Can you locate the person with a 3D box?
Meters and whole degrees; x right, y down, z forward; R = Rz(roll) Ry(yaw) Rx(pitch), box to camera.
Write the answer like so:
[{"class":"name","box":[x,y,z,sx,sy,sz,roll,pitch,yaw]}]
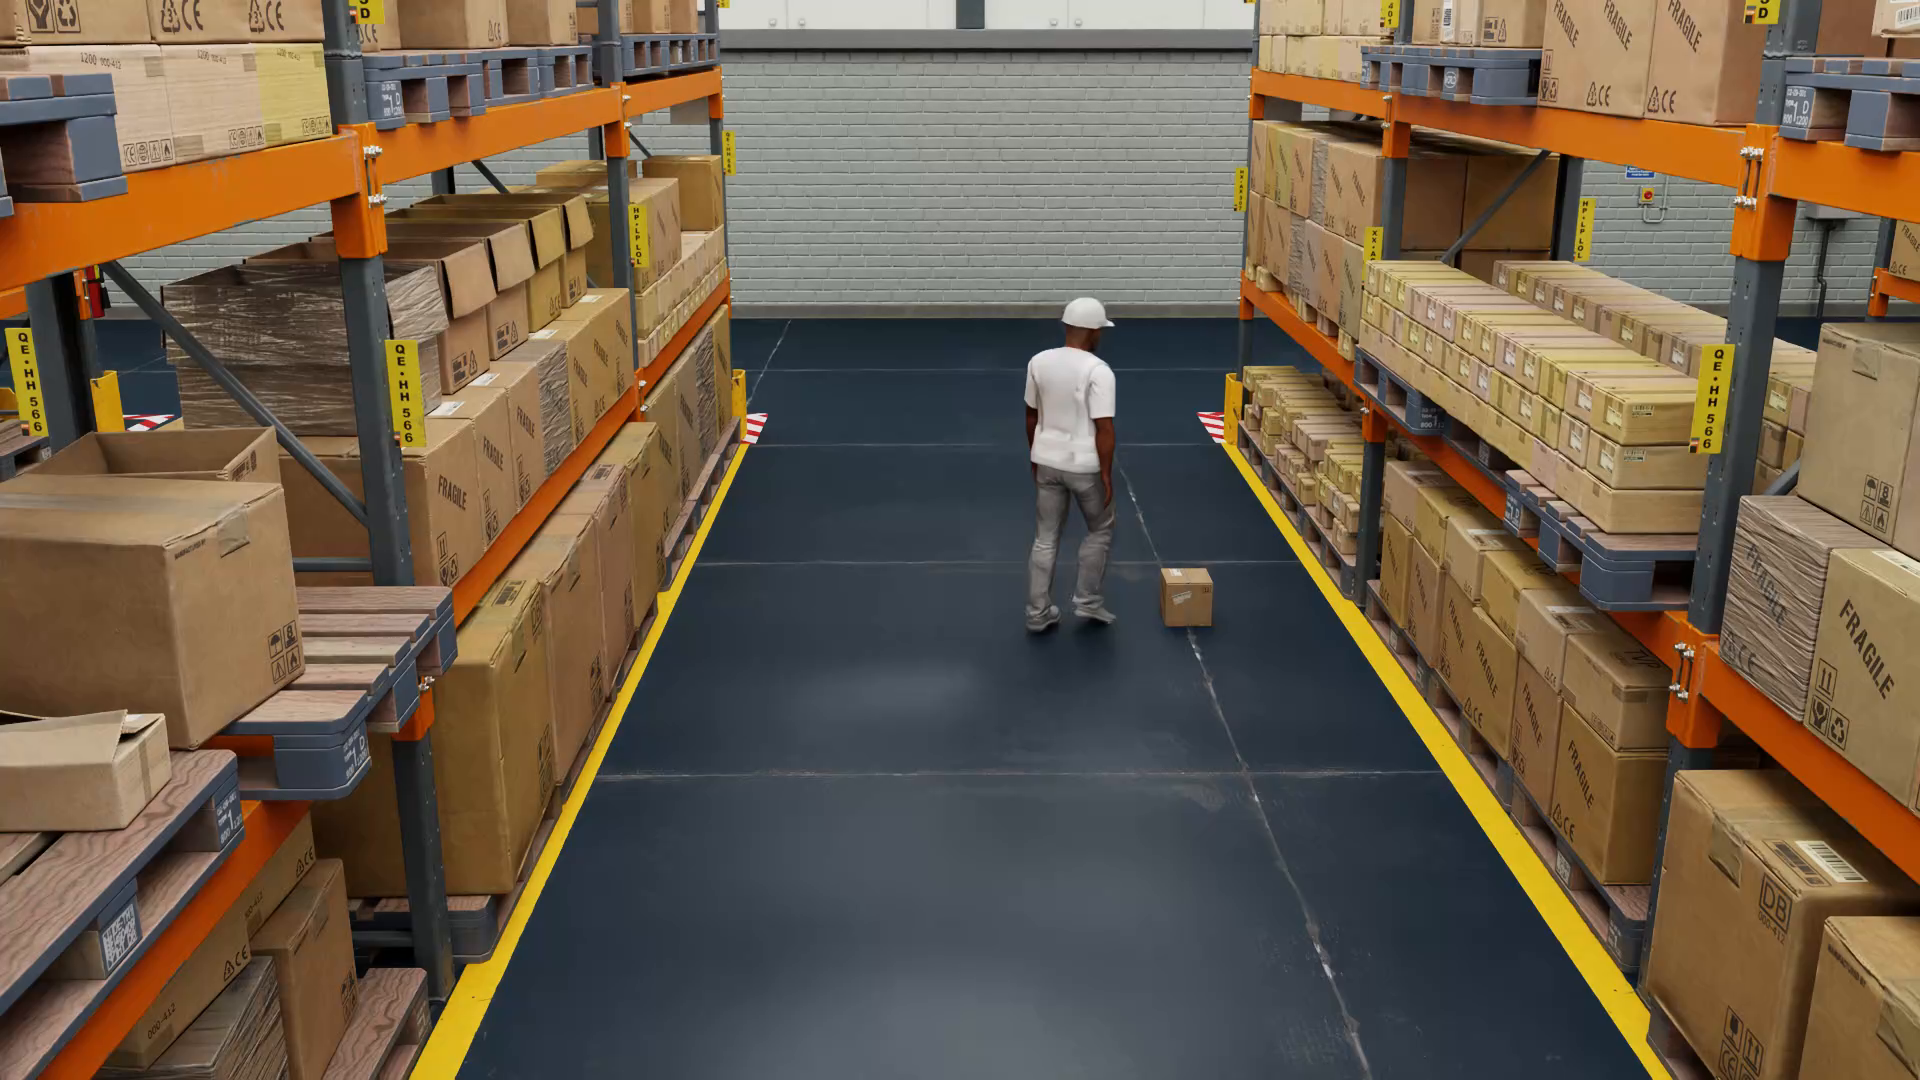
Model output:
[{"class":"person","box":[0.576,-0.370,8.751,0.621,1.810,0.581,11,20,32]}]
